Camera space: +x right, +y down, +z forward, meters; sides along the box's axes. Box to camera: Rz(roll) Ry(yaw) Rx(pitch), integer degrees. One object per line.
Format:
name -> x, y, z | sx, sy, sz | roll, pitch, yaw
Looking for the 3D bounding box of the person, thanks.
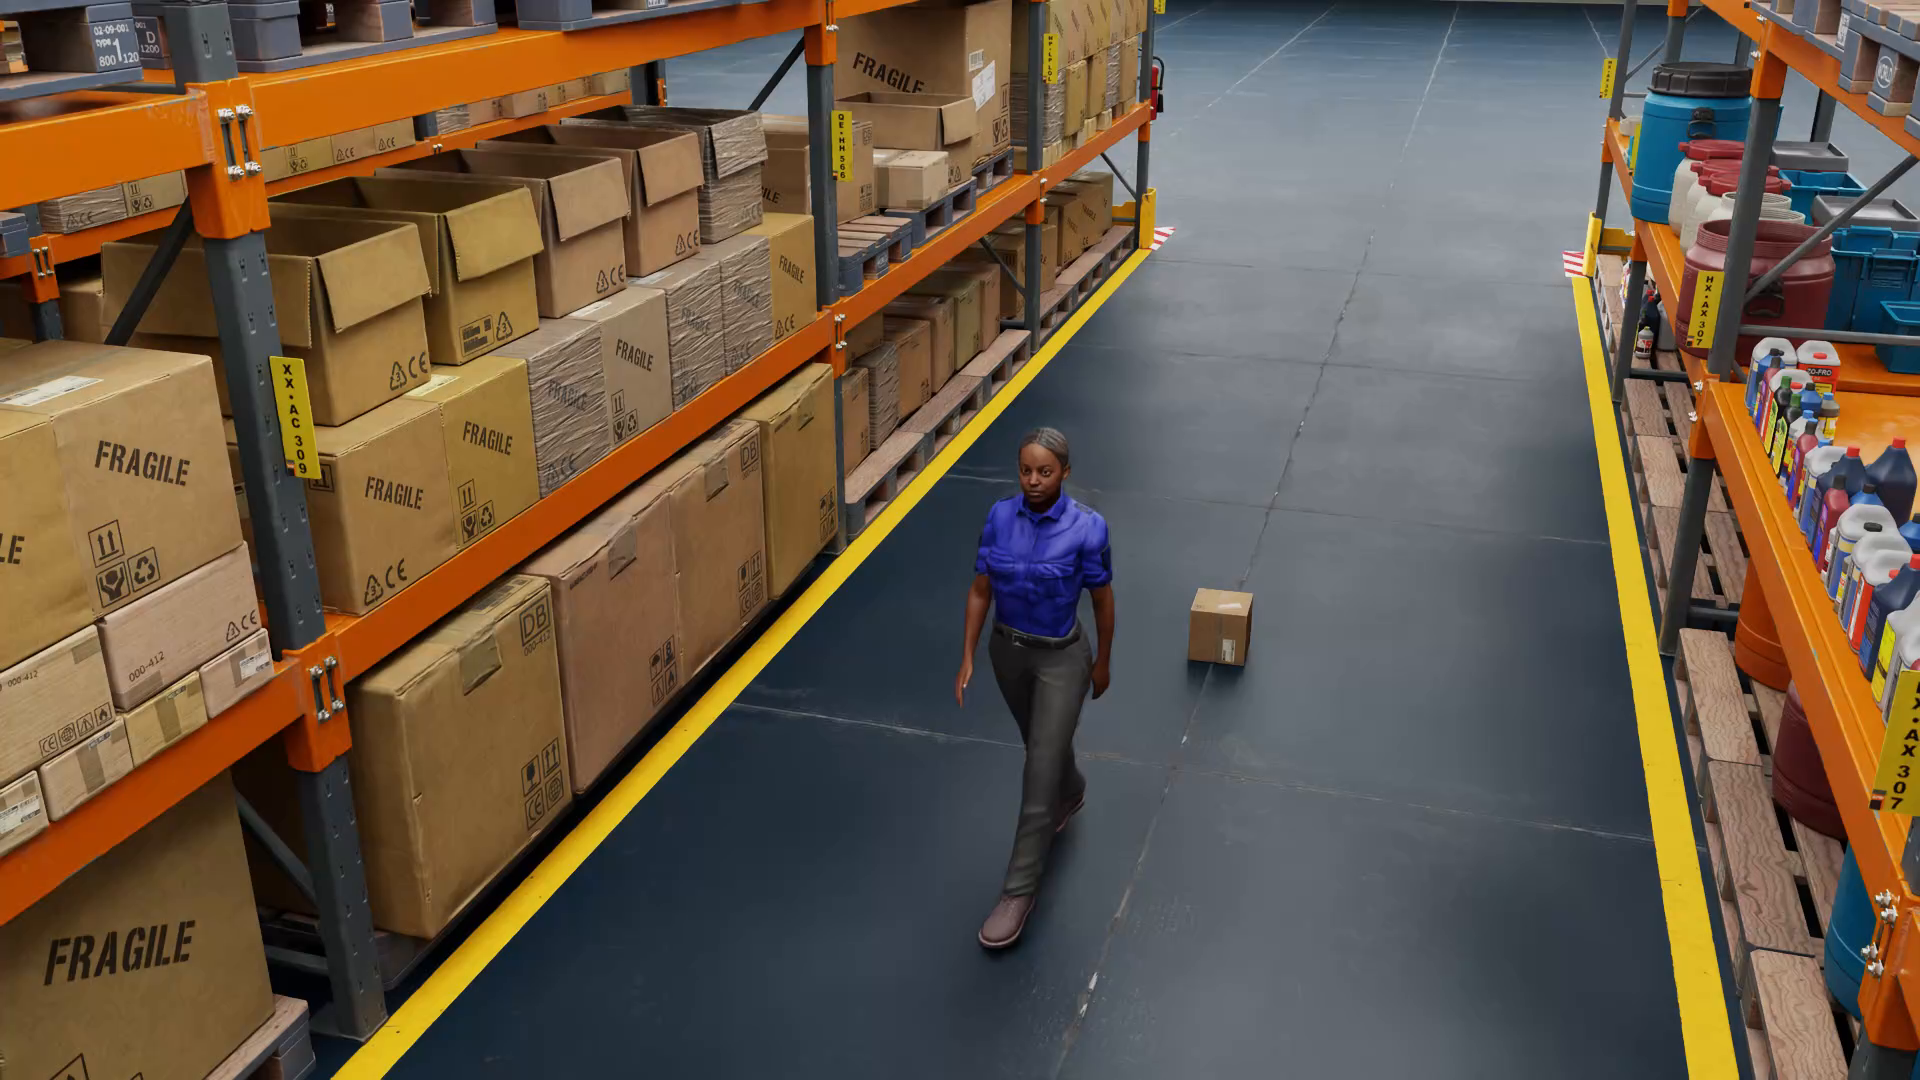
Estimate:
person -> 0.228, 0.412, 5.541 | 0.460, 1.603, 0.965 | 12, 25, 27
